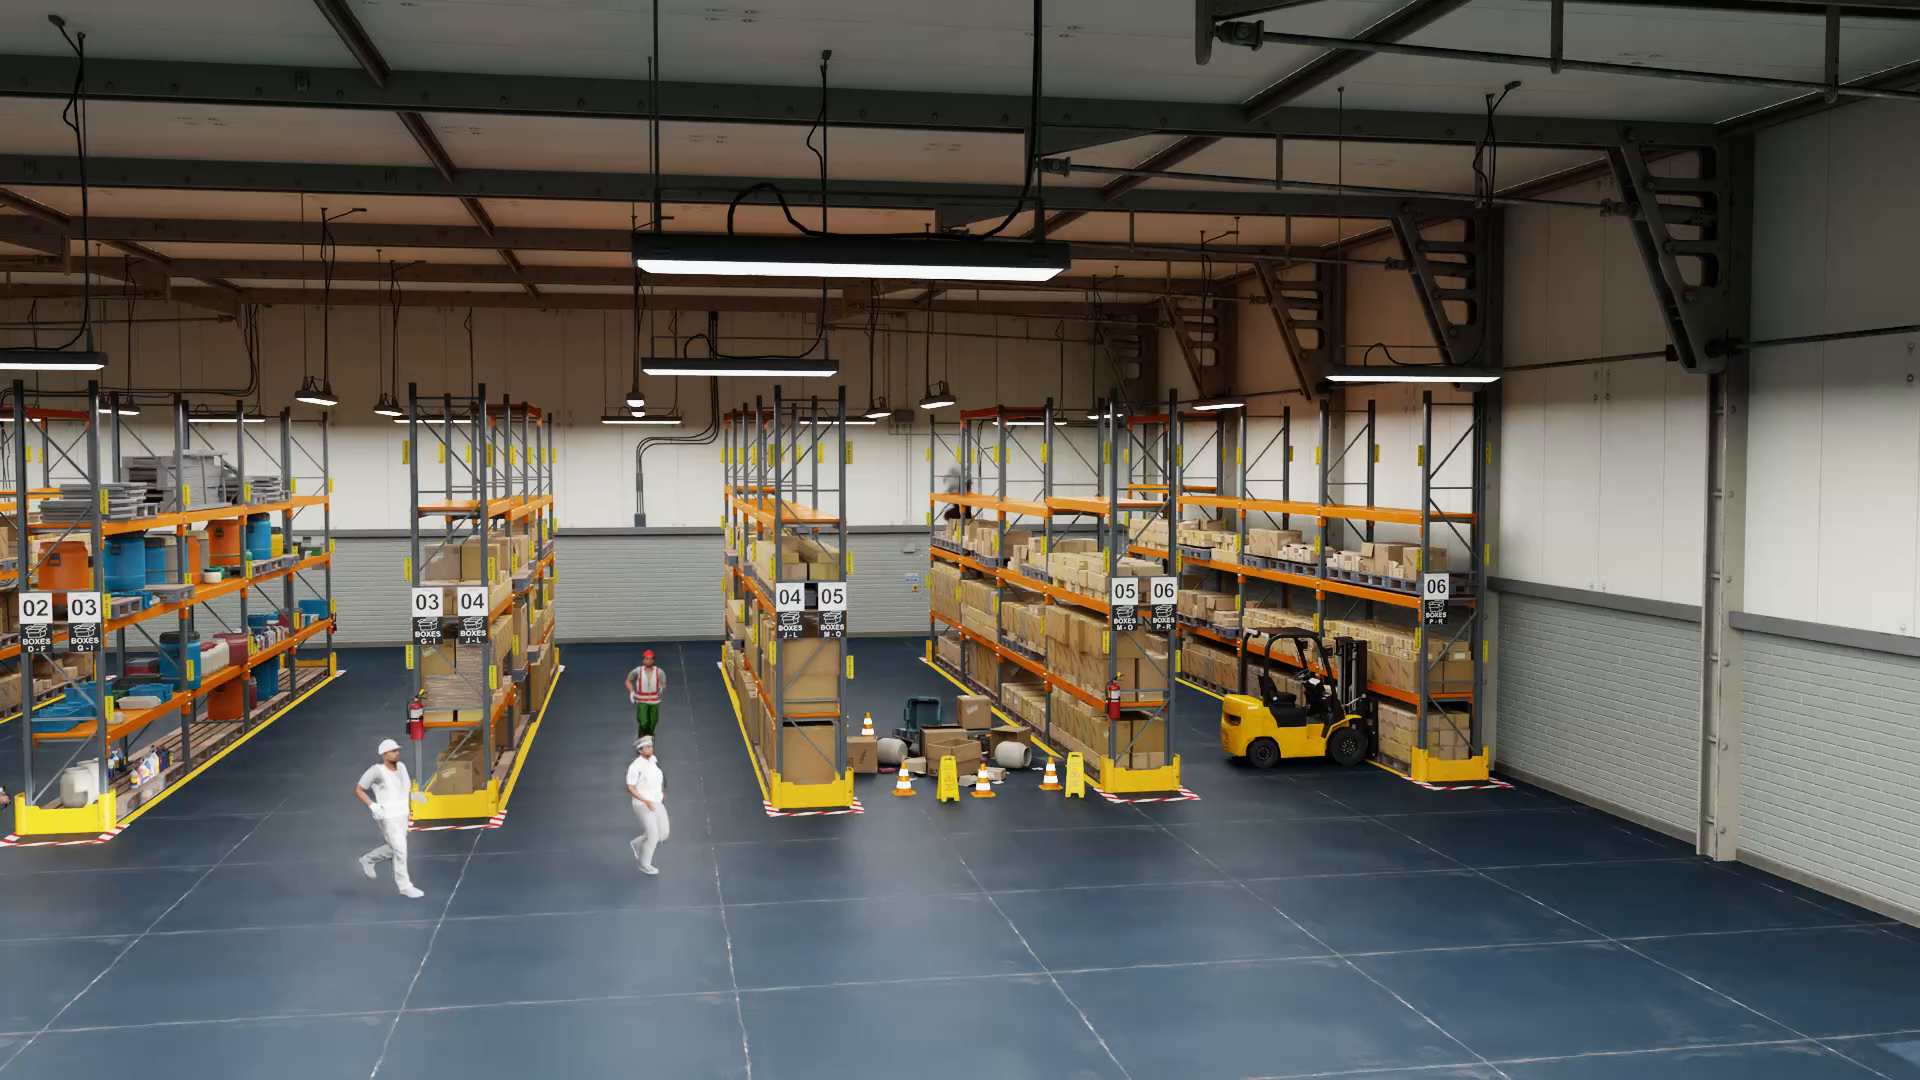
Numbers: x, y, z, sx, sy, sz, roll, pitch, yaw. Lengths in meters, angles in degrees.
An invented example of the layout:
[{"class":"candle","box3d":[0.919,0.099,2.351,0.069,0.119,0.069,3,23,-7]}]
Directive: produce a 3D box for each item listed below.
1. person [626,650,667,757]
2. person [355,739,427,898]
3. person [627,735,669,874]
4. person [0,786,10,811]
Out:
[{"class":"person","box3d":[-5.154,2.723,27.482,0.632,1.803,0.721,-1,3,-22]},{"class":"person","box3d":[-6.521,3.161,18.979,0.912,1.781,0.682,1,3,18]},{"class":"person","box3d":[-3.756,3.166,19.996,0.485,1.669,0.579,2,3,29]},{"class":"person","box3d":[-10.807,3.195,18.304,0.769,1.853,0.632,0,3,9]}]
